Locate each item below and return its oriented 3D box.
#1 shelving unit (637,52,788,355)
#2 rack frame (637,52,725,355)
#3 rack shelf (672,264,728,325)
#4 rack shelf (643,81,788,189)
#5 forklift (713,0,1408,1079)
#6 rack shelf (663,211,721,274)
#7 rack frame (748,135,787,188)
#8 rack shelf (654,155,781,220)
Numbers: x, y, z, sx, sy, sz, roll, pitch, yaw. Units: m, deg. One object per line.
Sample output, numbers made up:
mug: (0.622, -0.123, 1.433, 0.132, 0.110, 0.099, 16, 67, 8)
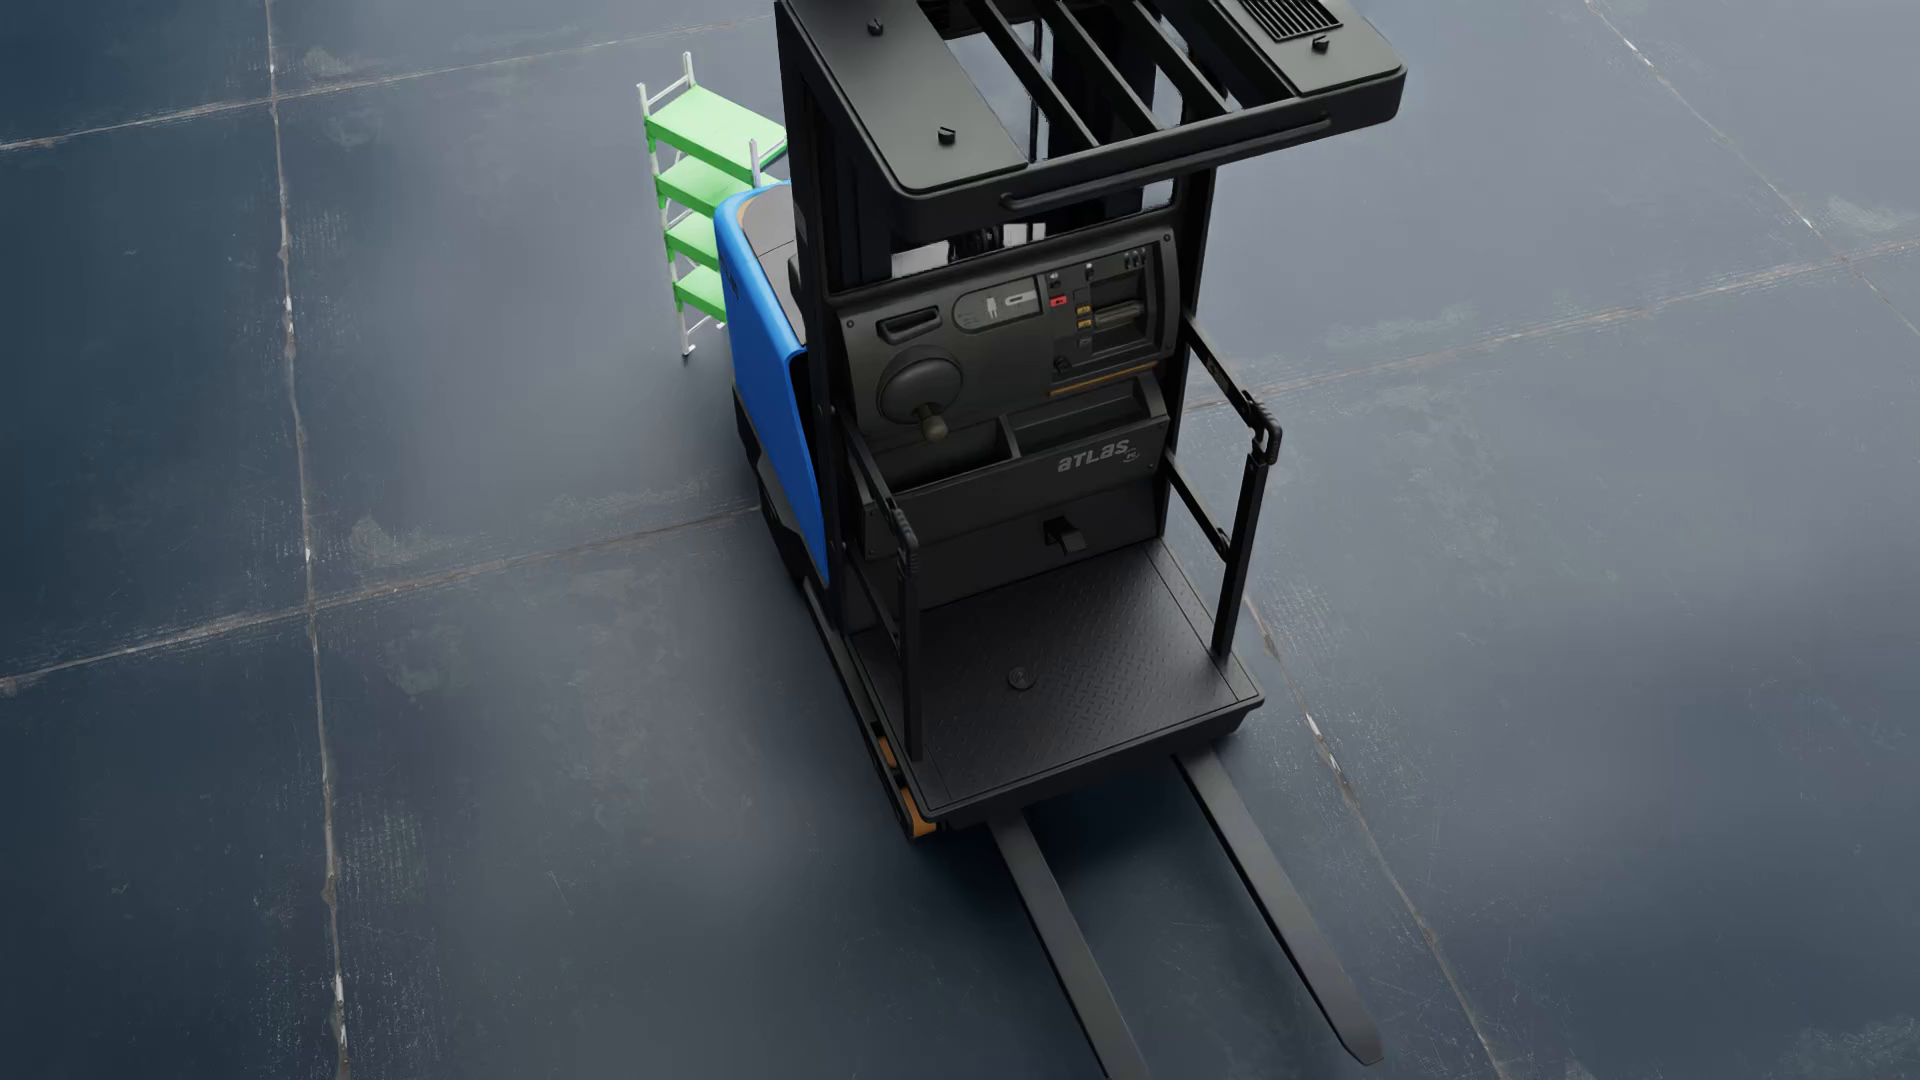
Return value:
shelving unit: (-0.784, -1.056, 5.855, 0.503, 1.200, 0.258, 30, 56, 23)
rack frame: (-0.979, -1.168, 5.950, 0.015, 1.200, 0.240, 30, 56, 23)
rack shelf: (-0.784, -0.860, 6.088, 0.480, 0.148, 0.258, 30, 56, 23)
rack shelf: (-0.784, -1.324, 5.537, 0.480, 0.148, 0.258, 30, 56, 23)
forklift: (0.226, -0.431, 4.196, 1.130, 2.935, 3.031, -17, 52, -14)
rack shelf: (-0.784, -1.014, 5.904, 0.480, 0.148, 0.258, 30, 56, 23)
rack frame: (-0.589, -0.943, 5.760, 0.015, 1.200, 0.240, 30, 56, 23)
rack shelf: (-0.784, -1.169, 5.721, 0.480, 0.148, 0.258, 30, 56, 23)
